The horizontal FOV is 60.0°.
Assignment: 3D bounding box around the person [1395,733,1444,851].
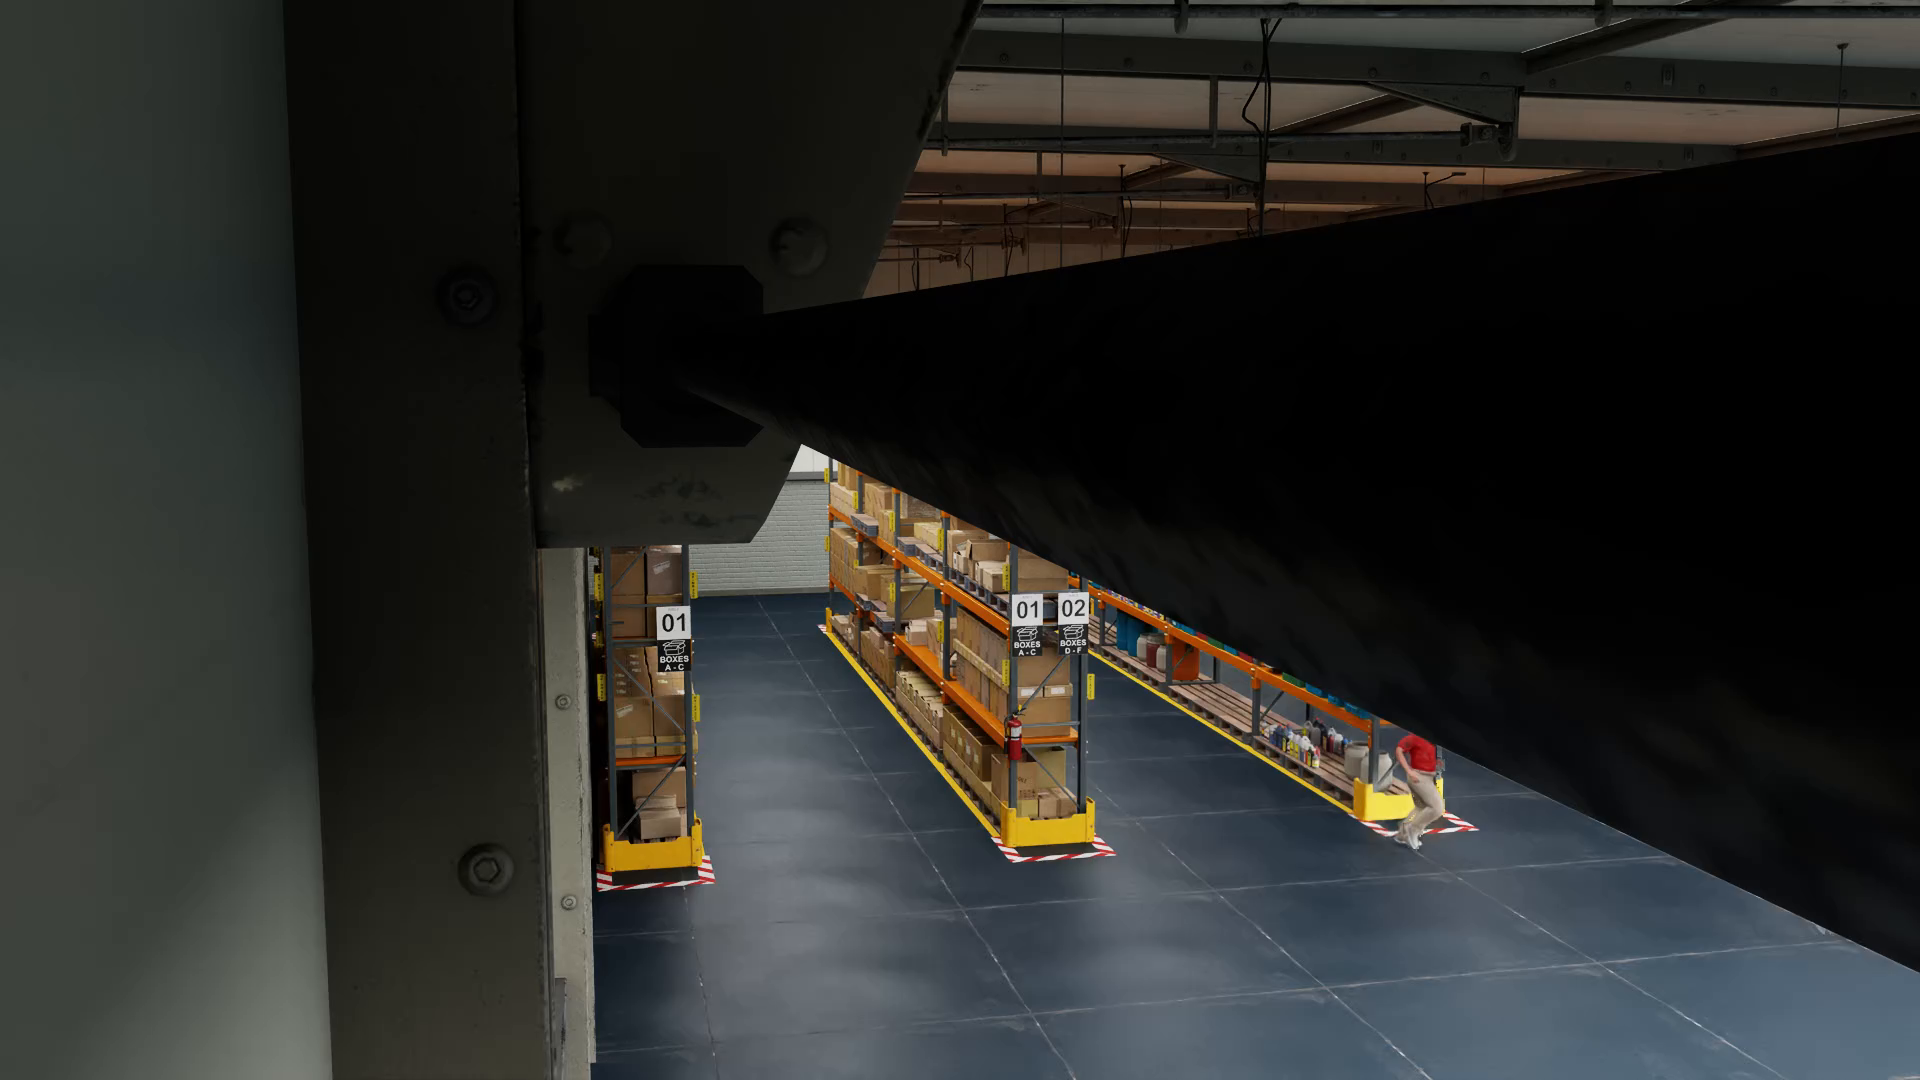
[{"bbox_3d":[5.806,3.025,20.897,0.598,1.696,0.672,3,7,23],"label":"person"}]
